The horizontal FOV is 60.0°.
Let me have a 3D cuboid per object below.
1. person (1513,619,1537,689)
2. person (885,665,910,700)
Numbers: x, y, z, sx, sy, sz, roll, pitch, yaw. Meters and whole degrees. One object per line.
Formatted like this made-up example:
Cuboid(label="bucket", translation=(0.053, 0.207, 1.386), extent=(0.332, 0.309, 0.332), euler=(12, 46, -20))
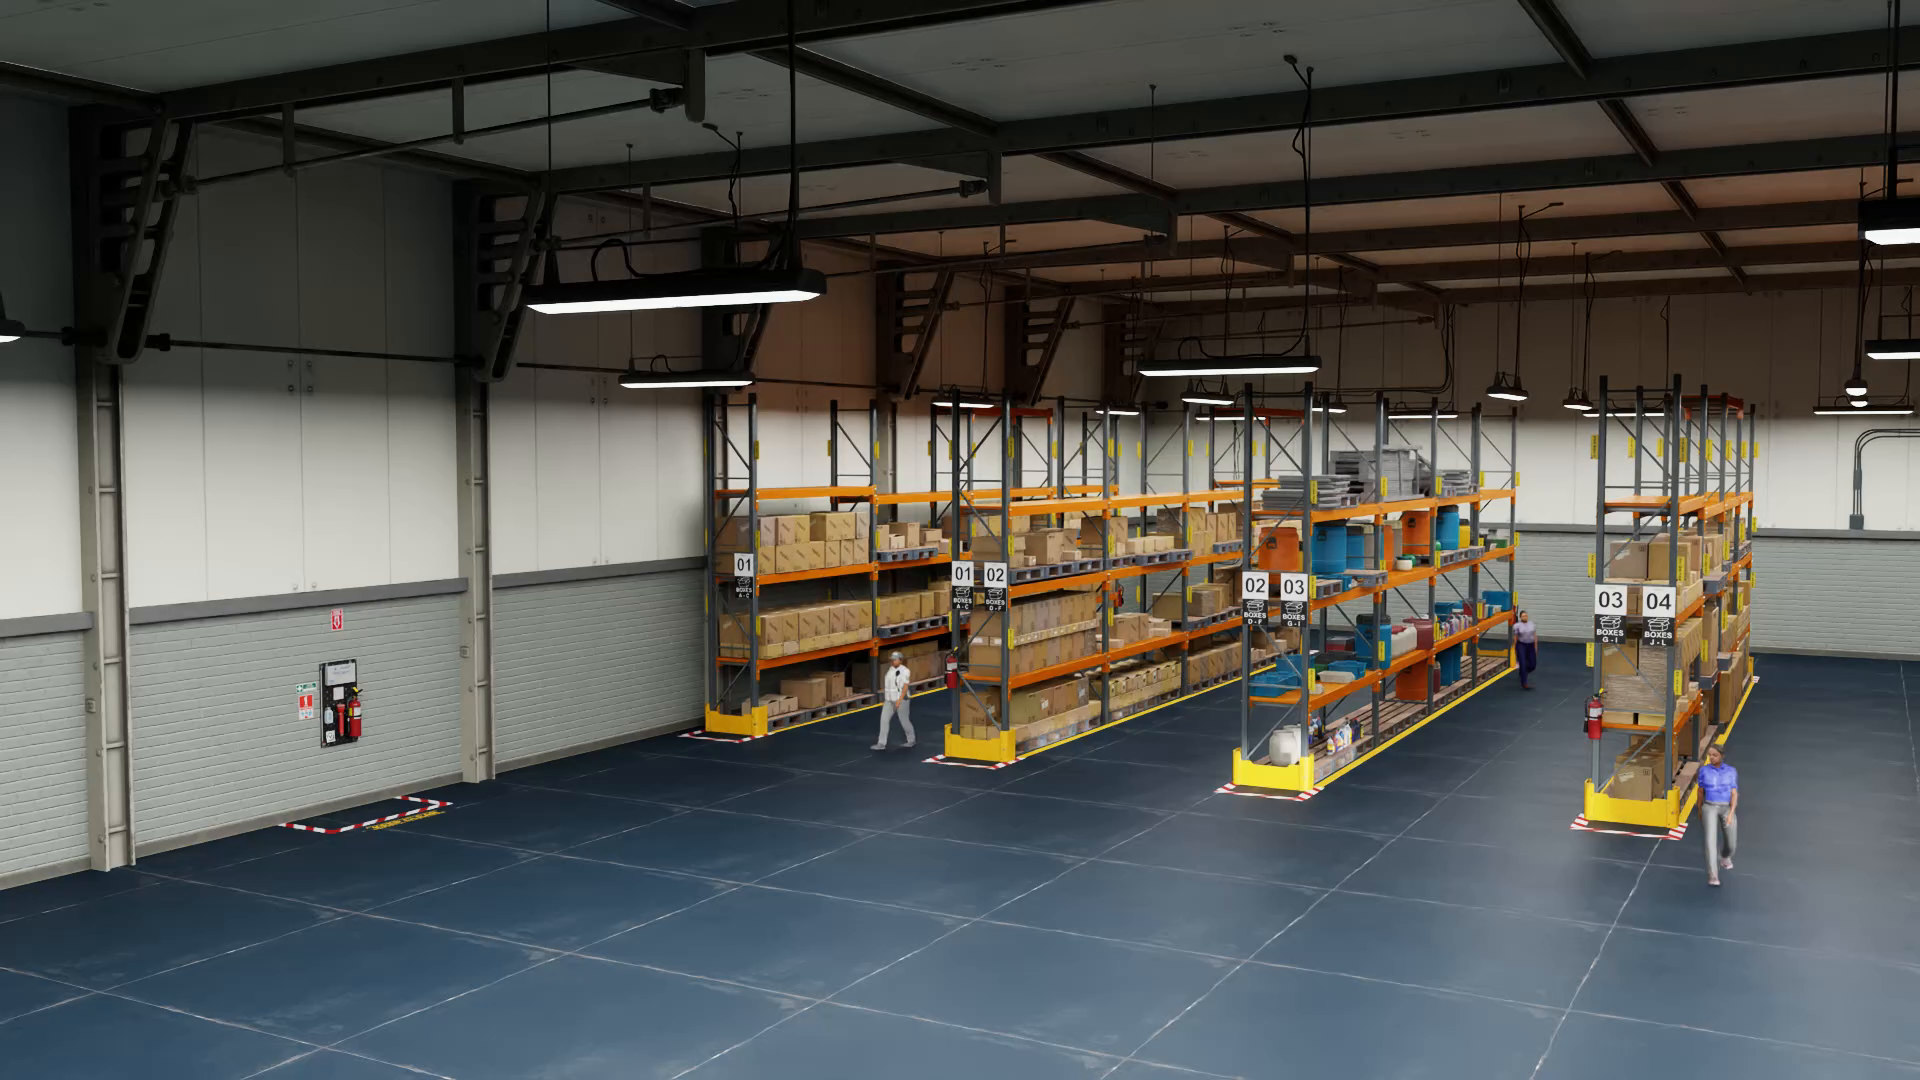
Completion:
Cuboid(label="person", translation=(11.901, 2.383, 35.074), extent=(0.478, 1.445, 0.637), euler=(0, 3, -5))
Cuboid(label="person", translation=(-1.053, 2.360, 27.726), extent=(0.486, 0.564, 0.347), euler=(3, 4, 40))
